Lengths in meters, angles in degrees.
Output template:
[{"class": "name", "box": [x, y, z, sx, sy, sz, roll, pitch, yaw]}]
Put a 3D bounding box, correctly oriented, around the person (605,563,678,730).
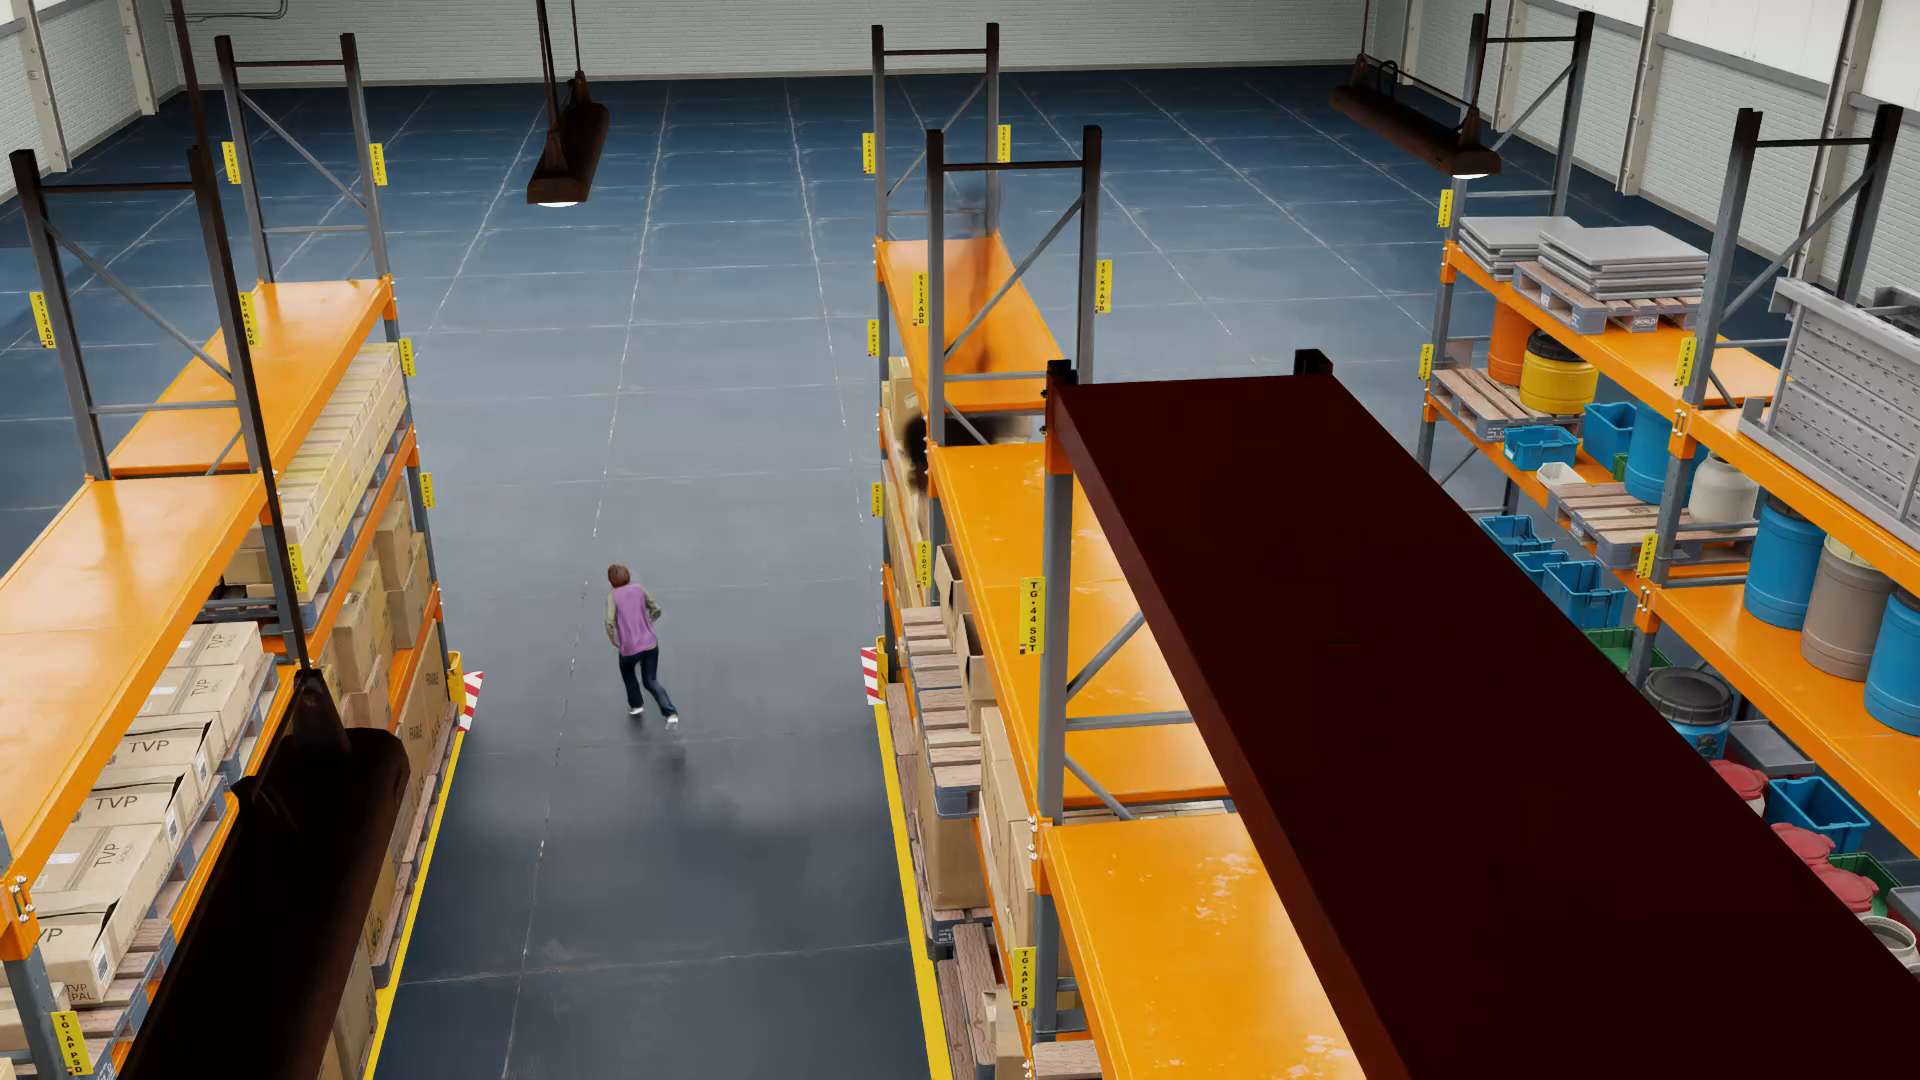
[{"class": "person", "box": [-2.787, 1.027, 14.630, 0.569, 1.547, 0.912, -22, 33, -38]}]
